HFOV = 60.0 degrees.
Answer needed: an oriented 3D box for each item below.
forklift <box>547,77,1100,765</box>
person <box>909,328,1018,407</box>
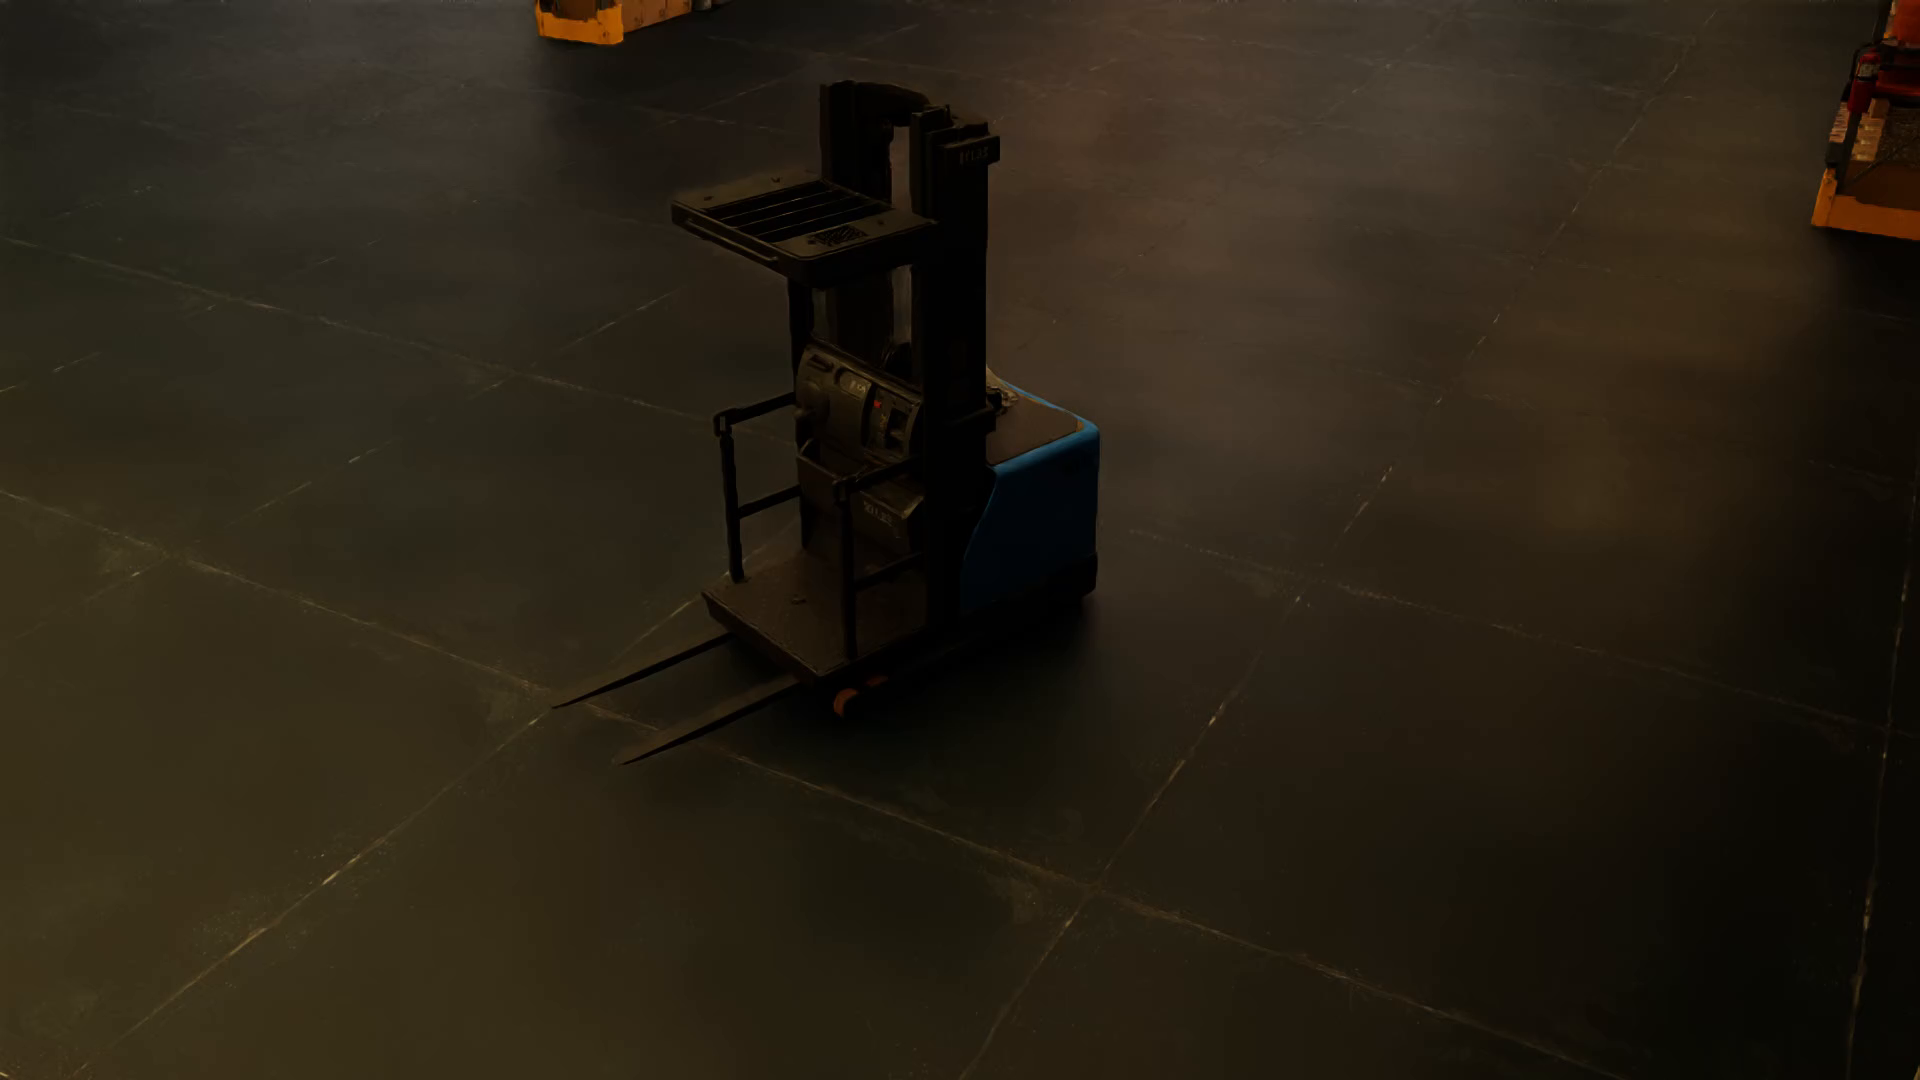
[{"bbox_3d":[-0.672,-0.652,8.200,3.031,2.935,1.130,-24,37,-35],"label":"forklift"},{"bbox_3d":[-0.150,-0.474,9.221,0.881,1.691,0.674,16,34,26],"label":"person"}]
